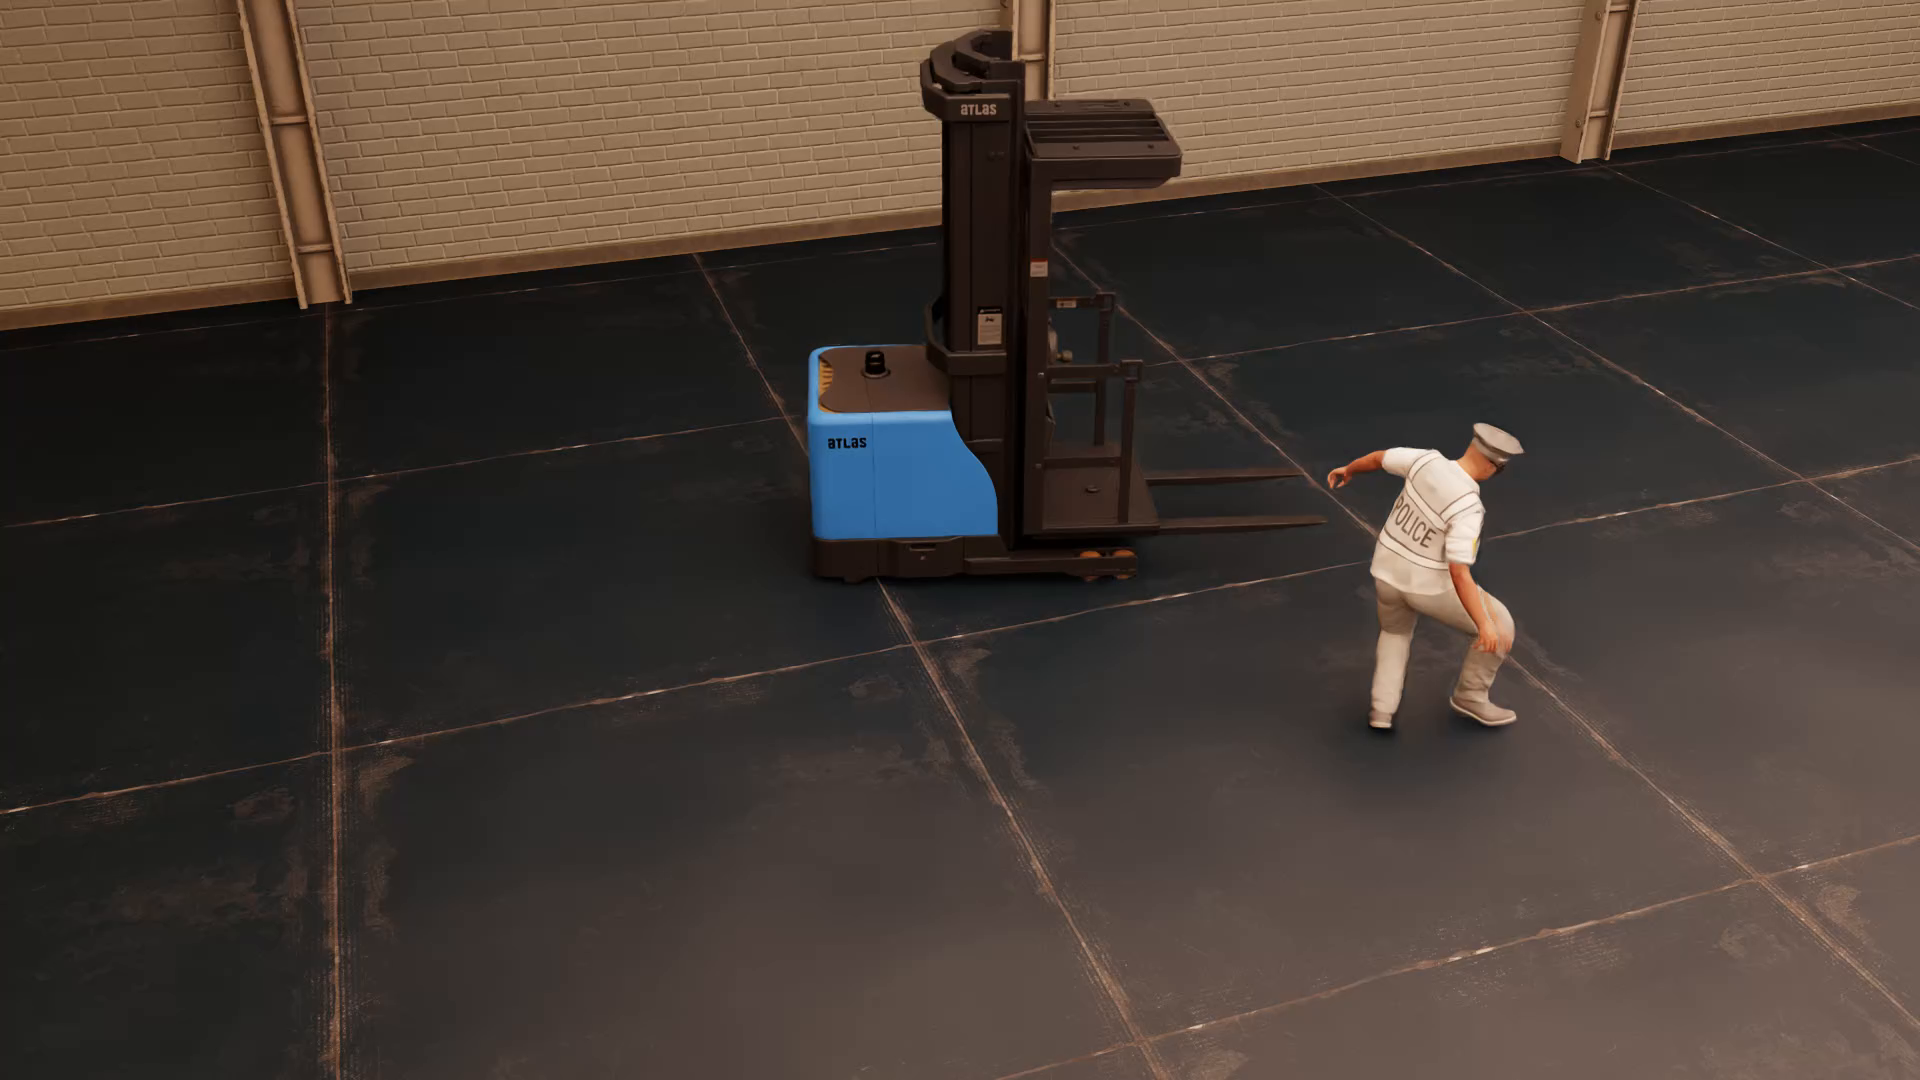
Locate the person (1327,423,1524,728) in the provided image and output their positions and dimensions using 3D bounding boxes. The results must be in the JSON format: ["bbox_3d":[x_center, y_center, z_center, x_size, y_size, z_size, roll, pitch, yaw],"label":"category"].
[{"bbox_3d":[2.238,0.161,8.220,0.629,1.672,1.205,-17,34,-27],"label":"person"}]

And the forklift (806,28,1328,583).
[{"bbox_3d":[0.630,-1.301,9.349,3.031,2.935,1.130,-2,30,-3],"label":"forklift"}]
